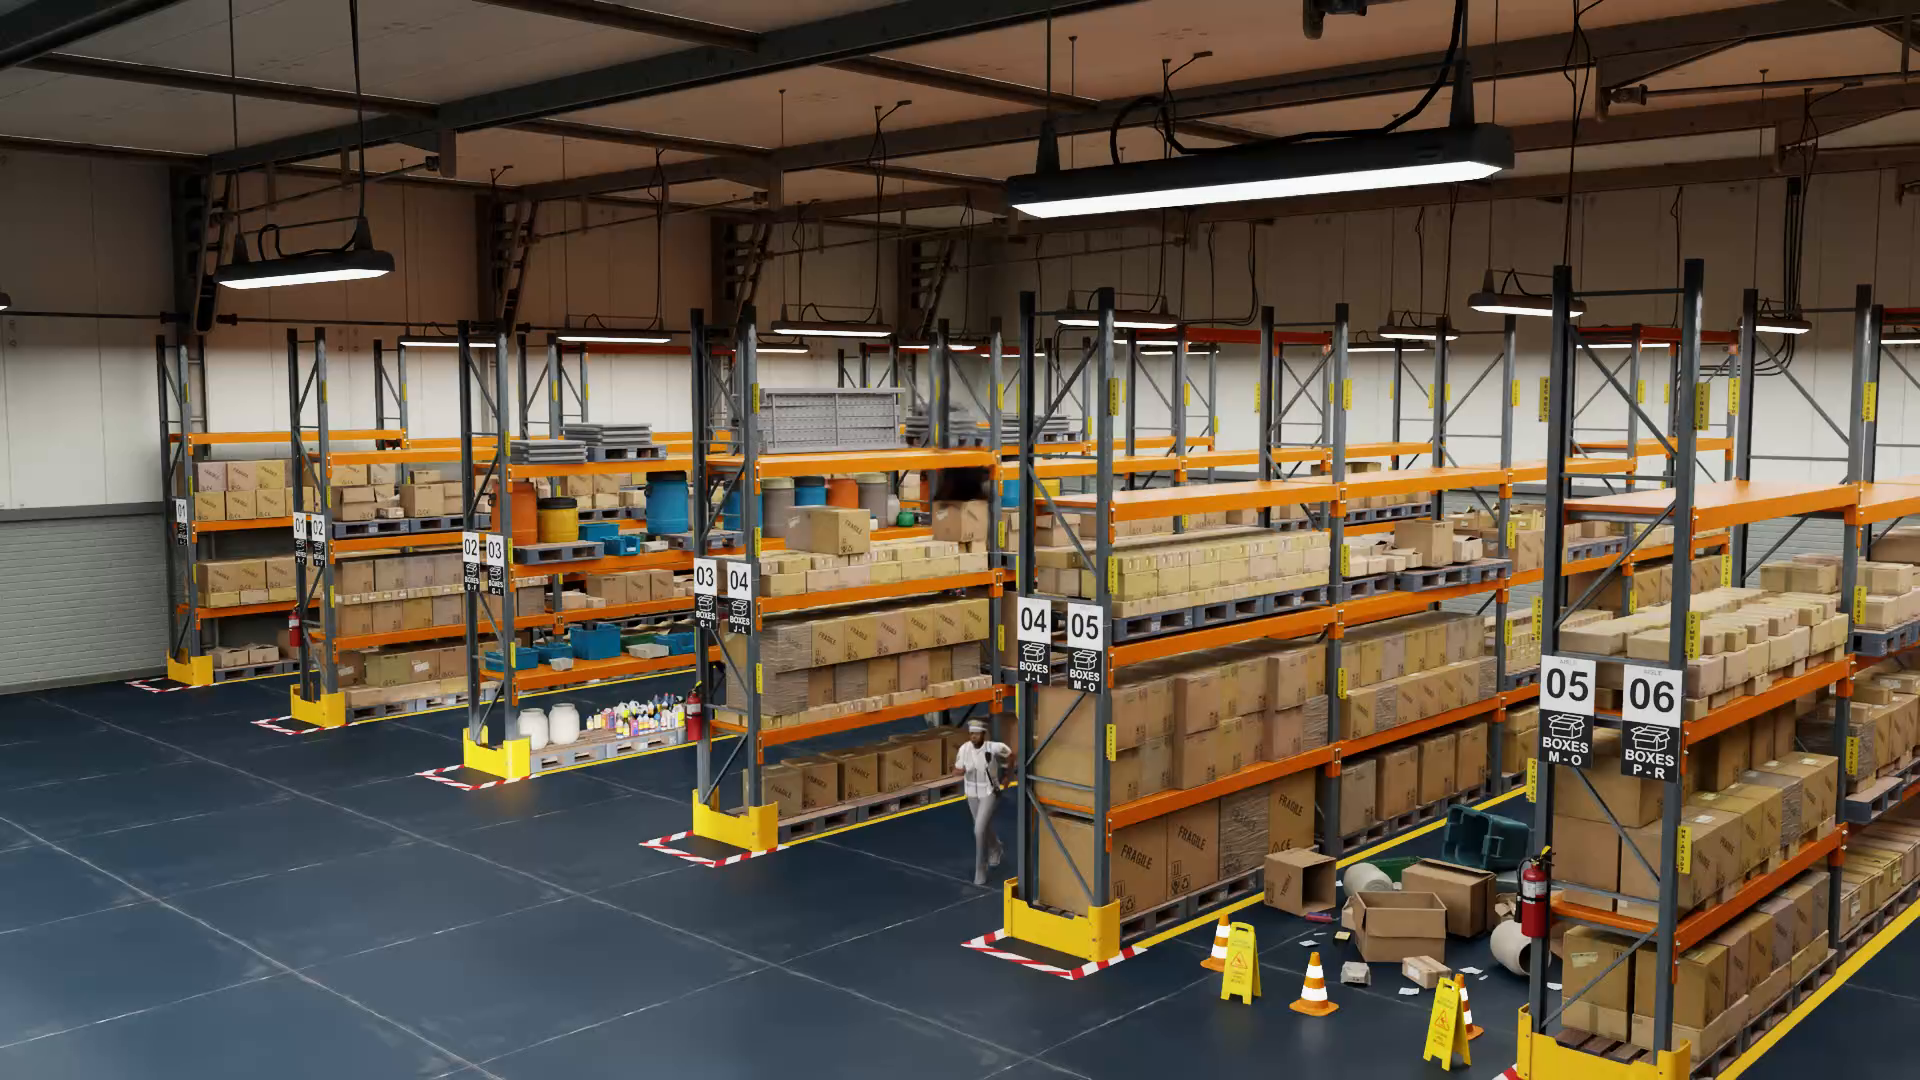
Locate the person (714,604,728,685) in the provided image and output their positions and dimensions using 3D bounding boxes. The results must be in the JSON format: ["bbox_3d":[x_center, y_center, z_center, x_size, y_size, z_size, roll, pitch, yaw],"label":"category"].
[{"bbox_3d":[-4.035,1.695,28.371,0.587,1.613,0.583,4,7,39],"label":"person"}]

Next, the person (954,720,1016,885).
[{"bbox_3d":[0.255,2.711,17.431,0.559,1.754,0.842,3,6,28],"label":"person"}]

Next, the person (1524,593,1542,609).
[{"bbox_3d":[9.326,1.751,26.944,0.836,1.811,0.733,-4,7,-38],"label":"person"}]

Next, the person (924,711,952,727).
[{"bbox_3d":[-0.234,2.157,23.559,0.616,1.632,0.599,4,7,37],"label":"person"}]
